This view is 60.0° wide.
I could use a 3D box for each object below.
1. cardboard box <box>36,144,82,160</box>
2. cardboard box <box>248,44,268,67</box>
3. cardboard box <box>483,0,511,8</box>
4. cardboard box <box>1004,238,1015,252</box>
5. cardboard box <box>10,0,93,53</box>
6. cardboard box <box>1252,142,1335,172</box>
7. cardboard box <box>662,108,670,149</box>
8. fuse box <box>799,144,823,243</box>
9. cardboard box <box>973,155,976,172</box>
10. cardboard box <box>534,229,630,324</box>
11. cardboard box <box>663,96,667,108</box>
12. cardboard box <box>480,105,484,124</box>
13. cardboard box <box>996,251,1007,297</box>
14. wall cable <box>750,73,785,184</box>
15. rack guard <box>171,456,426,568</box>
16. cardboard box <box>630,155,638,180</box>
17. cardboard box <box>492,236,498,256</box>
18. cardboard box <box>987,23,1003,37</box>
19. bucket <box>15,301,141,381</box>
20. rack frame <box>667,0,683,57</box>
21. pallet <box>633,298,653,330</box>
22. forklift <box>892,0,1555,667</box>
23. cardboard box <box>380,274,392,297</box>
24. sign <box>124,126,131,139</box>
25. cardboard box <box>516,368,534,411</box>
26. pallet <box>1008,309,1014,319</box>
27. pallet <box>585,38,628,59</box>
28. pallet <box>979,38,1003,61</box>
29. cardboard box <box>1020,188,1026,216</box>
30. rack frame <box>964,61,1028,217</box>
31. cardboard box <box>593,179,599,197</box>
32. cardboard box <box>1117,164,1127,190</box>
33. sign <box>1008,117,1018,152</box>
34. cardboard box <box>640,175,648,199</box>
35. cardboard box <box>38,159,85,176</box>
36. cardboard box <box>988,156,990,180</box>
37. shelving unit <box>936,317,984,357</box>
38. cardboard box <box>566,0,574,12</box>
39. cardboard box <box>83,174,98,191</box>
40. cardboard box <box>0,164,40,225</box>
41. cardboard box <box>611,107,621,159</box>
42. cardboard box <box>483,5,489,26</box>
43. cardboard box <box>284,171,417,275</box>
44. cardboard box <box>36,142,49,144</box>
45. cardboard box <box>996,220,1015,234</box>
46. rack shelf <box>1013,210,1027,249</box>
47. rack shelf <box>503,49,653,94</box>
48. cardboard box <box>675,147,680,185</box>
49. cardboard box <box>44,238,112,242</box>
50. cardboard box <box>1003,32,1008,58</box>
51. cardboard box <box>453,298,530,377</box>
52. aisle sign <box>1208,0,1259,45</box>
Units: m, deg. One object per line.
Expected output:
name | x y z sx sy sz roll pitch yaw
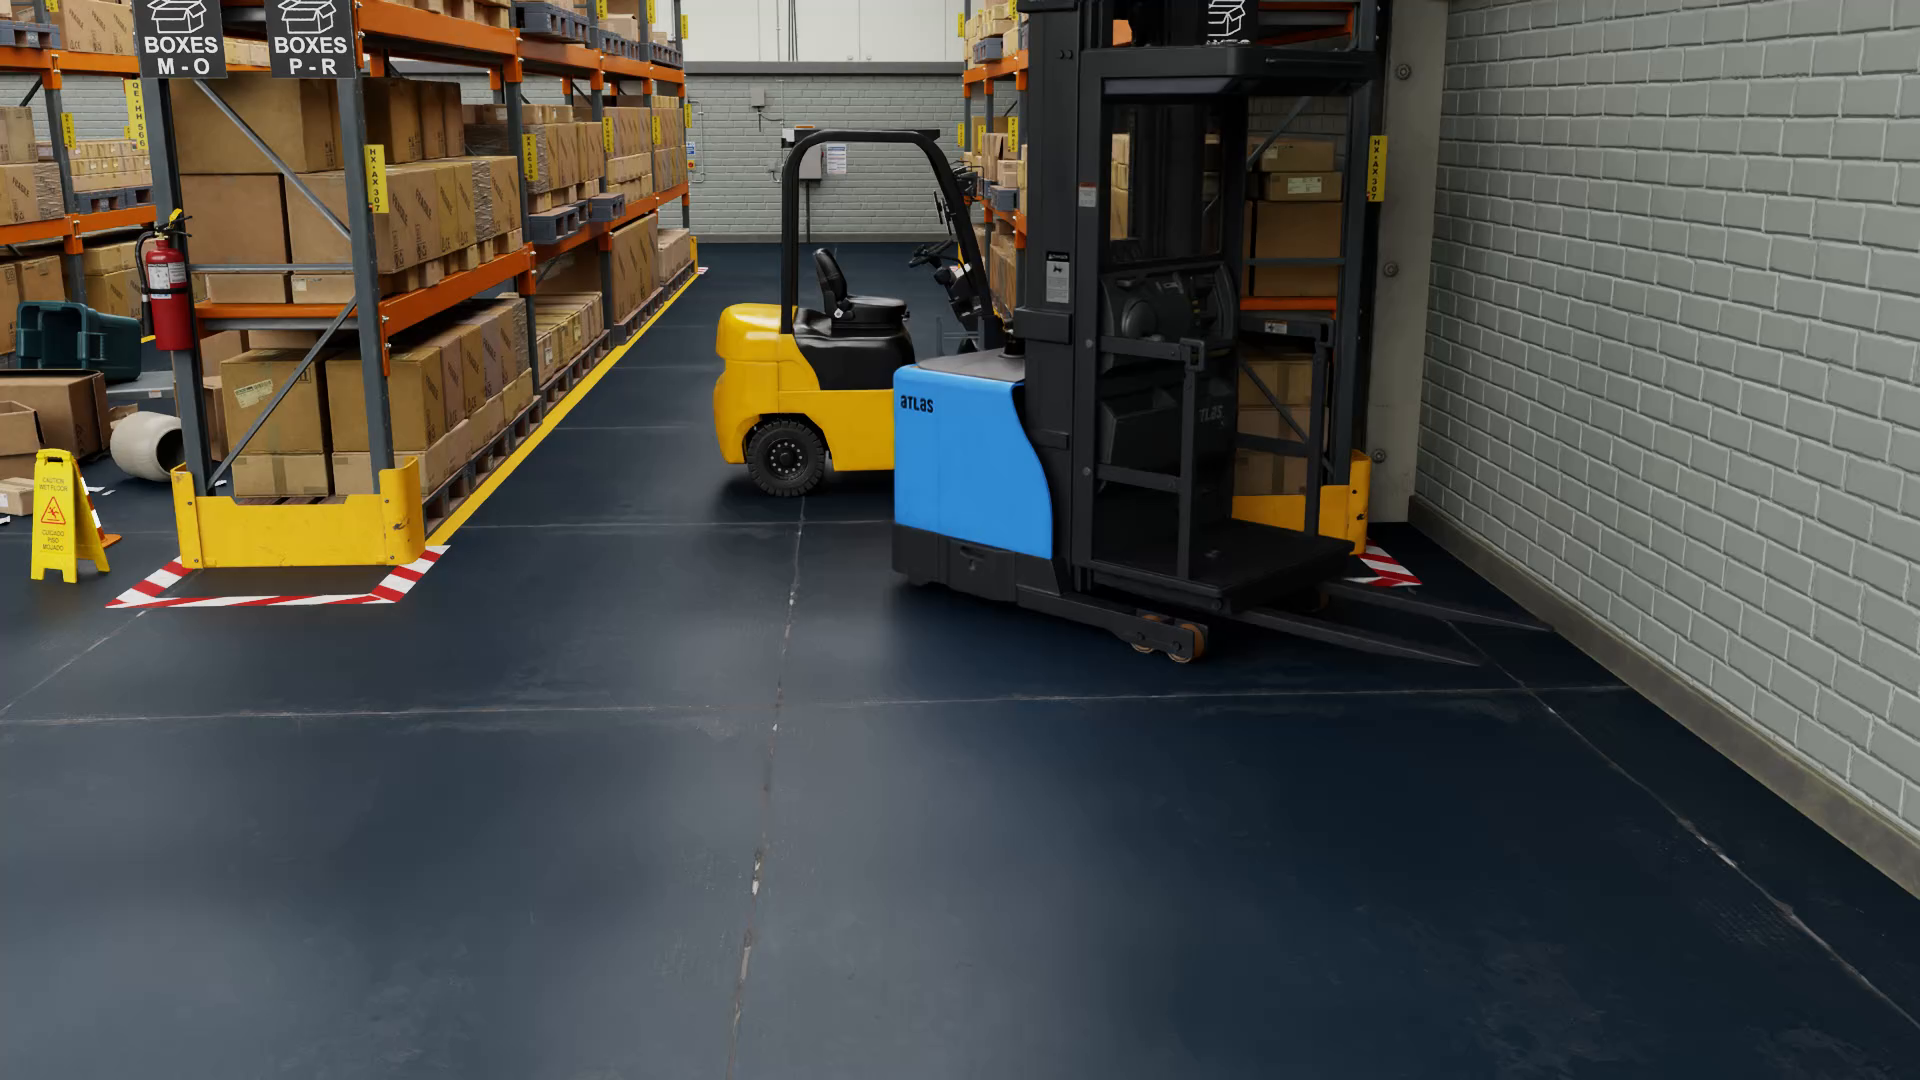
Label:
cardboard box | -8.667 -3.717 15.920 0.380 0.149 0.250 -1 14 -3
cardboard box | -8.898 -5.976 20.515 0.500 0.250 0.500 0 14 -1
cardboard box | -3.353 -3.753 11.276 0.500 0.250 0.500 -1 14 -4
cardboard box | 0.696 -3.354 18.912 0.380 0.149 0.250 -1 14 -4
cardboard box | -8.601 -4.875 15.734 0.500 0.500 0.500 -1 14 -3
cardboard box | 1.745 -2.011 8.723 0.380 0.149 0.250 -1 14 -5
cardboard box | -3.979 -5.232 21.136 0.500 0.500 0.500 -1 14 -2
fuse box | -2.660 -6.093 29.275 0.539 1.711 0.414 -1 14 -3
cardboard box | 0.439 -4.973 22.038 0.500 0.250 0.500 -1 14 -5
cardboard box | -3.857 -2.677 16.832 0.875 0.875 0.875 -1 14 -4
cardboard box | -3.981 -5.633 21.390 0.380 0.149 0.250 -1 14 -3
cardboard box | -4.000 -3.395 13.260 0.380 0.149 0.250 -2 15 -6
cardboard box | 0.683 -3.014 18.896 0.500 0.500 0.500 -1 14 -5
wall cable | -3.351 -7.238 29.099 0.588 1.984 0.122 -1 14 -3
rack guard | -3.406 -0.148 8.599 1.175 0.500 0.348 -1 14 -3
cardboard box | -3.750 -4.008 17.881 0.500 0.250 0.500 -1 14 -2
cardboard box | -3.365 -2.010 11.322 0.380 0.149 0.250 -1 14 -3
cardboard box | 0.496 -5.650 18.408 0.380 0.149 0.250 -1 14 -4
bucket | -6.274 -1.386 11.911 0.726 0.611 0.620 4 5 16
rack frame | -4.393 -8.225 22.932 1.000 3.000 0.127 -1 14 -3
pallet | -3.944 -2.479 18.238 1.003 0.211 1.213 -1 14 -3
forklift | 1.085 -1.046 7.210 3.031 2.935 1.130 13 19 41
cardboard box | -3.246 -1.369 8.830 0.380 0.149 0.250 -1 14 -3
sign | -9.621 -4.632 19.271 0.100 0.325 0.005 -1 14 -3
cardboard box | -3.345 -1.064 11.816 0.500 0.250 0.500 0 14 -1
pallet | 1.048 -2.243 17.320 1.003 0.211 1.213 -1 14 -3
pallet | -4.062 -5.128 17.297 1.003 0.211 1.213 0 14 -1
pallet | 0.846 -5.342 18.128 1.213 0.211 1.003 -1 14 -3
cardboard box | 0.840 -3.220 15.824 0.500 0.250 0.500 -1 14 -3
rack frame | 0.561 -5.397 23.981 1.000 3.000 0.127 -1 14 -3
cardboard box | -3.493 -3.206 15.128 0.380 0.149 0.250 -1 14 -4
cardboard box | 1.147 -2.181 9.979 0.380 0.149 0.250 -1 14 -3
sign | 0.515 -3.919 16.073 0.100 0.325 0.005 -1 14 -3
cardboard box | -3.835 -4.017 18.921 0.500 0.250 0.500 -1 14 -4
cardboard box | -8.661 -3.577 15.974 0.380 0.149 0.250 0 14 -1
cardboard box | 0.512 -4.189 18.714 0.396 0.266 0.258 0 14 -1
shelving unit | 0.001 -0.577 8.863 0.258 1.200 0.189 -1 14 -3
cardboard box | -3.371 -4.321 13.238 0.500 0.250 0.500 -1 14 -4
cardboard box | -8.674 -3.491 16.235 0.380 0.149 0.250 0 14 -1
cardboard box | -8.506 -3.044 14.639 0.500 0.500 0.500 -1 14 -3
cardboard box | -3.724 -4.112 16.780 0.500 0.500 0.500 -1 14 -3
cardboard box | -3.398 -3.528 11.202 0.380 0.149 0.250 -1 14 -3
cardboard box | -3.154 -1.655 8.639 0.500 0.500 0.500 -1 14 -4
cardboard box | -9.369 -3.907 16.658 0.380 0.149 0.250 0 14 -2
cardboard box | 0.629 -3.696 19.645 0.380 0.149 0.250 -2 15 -6
rack shelf | 1.180 -2.561 14.405 1.077 0.370 4.000 -1 14 -3
rack shelf | -4.021 -4.931 17.596 1.077 0.370 4.000 -1 14 -3
cardboard box | -4.041 -4.999 22.235 0.500 0.500 0.500 0 14 -2
cardboard box | -9.194 -3.002 17.343 0.500 0.250 0.500 -1 14 -2
cardboard box | 0.719 -5.160 17.345 0.500 0.250 0.500 -1 14 -3
cardboard box | -3.345 -1.427 11.722 0.500 0.500 0.500 -1 14 -4
aisle sign | 1.263 -2.656 8.111 0.394 0.787 0.004 -1 14 -3
